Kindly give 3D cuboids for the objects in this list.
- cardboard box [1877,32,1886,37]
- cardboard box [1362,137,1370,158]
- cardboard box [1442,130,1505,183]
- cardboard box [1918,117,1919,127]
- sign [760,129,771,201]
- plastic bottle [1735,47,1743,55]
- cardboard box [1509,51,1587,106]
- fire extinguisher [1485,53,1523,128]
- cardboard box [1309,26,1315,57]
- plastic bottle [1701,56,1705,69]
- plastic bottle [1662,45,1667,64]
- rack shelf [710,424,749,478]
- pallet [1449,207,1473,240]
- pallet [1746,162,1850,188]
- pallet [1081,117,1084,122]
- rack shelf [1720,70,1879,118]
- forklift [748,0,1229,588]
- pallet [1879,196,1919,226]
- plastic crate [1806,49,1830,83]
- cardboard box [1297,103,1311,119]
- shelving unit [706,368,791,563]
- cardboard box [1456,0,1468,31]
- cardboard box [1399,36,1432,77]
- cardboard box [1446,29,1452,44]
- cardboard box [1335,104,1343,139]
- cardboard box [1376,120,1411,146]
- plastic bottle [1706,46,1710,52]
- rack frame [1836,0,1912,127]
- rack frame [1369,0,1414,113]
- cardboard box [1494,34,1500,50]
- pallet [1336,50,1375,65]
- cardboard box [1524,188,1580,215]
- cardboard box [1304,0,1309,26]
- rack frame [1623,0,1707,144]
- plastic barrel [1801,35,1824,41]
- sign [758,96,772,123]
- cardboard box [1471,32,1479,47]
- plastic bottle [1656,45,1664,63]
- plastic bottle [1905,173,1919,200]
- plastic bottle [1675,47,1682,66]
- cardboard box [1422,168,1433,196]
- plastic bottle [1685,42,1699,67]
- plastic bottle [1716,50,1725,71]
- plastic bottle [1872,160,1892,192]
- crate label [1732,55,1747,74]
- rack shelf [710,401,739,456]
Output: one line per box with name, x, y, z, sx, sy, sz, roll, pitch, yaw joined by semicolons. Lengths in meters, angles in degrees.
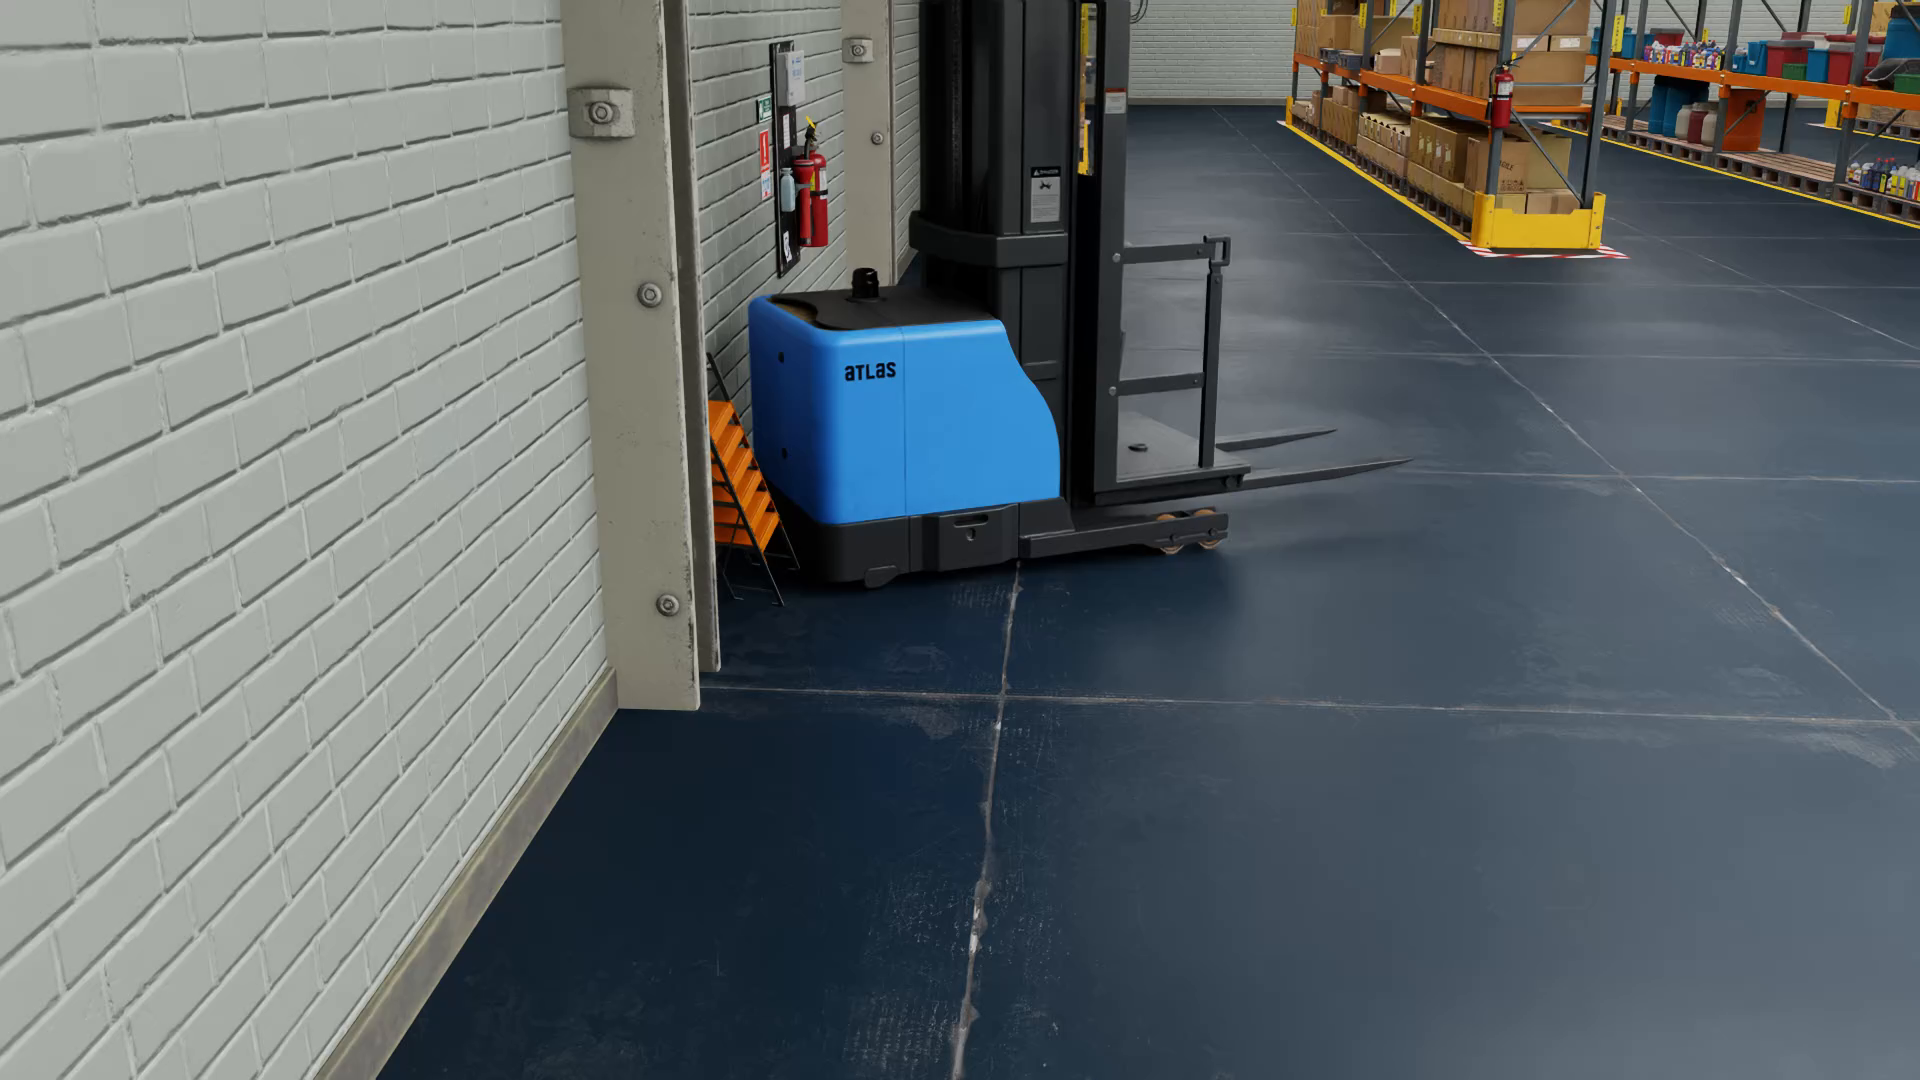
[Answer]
cardboard box;16.233;-8.648;28.762;0.500;0.250;0.500;1;18;2
cardboard box;5.788;-5.357;22.696;0.500;0.250;0.500;1;18;2
cardboard box;5.378;-4.025;17.427;0.500;0.500;0.500;1;18;4
cardboard box;16.448;-7.189;27.284;0.875;0.875;0.875;1;18;4
sign;5.361;-4.274;15.494;11.513;0.391;16.451;1;18;4
plastic bottle;11.546;-7.163;24.667;0.152;0.276;0.135;1;18;4
cardboard box;5.626;-4.484;16.129;0.700;0.500;0.500;1;18;4
fire extinguisher;5.108;-4.229;15.635;0.296;0.674;0.183;1;18;4
cardboard box;6.290;-8.547;28.529;0.500;0.500;0.500;2;18;5
plastic bottle;10.761;-6.903;23.992;0.097;0.201;0.097;0;18;0
plastic bottle;10.865;-7.471;25.594;0.061;0.283;0.133;1;18;4
rack shelf;-0.936;-0.339;6.126;0.258;0.103;0.180;7;51;20
pallet;5.593;-3.205;16.865;1.003;0.211;1.213;1;18;4
pallet;10.909;-4.722;21.494;1.003;0.211;1.213;1;18;4
pallet;1.716;-7.417;29.720;1.003;0.211;1.213;1;18;4
rack shelf;10.950;-5.702;21.161;1.077;0.370;4.000;1;18;4
forklift;0.633;-1.478;7.227;3.031;2.935;1.130;-8;20;-22
pallet;10.632;-3.510;17.795;1.003;0.211;1.213;1;18;4
plastic crate;10.576;-5.764;20.223;0.392;0.384;0.575;1;18;4
cardboard box;6.333;-7.690;29.784;0.500;0.250;0.500;1;18;4
shelving unit;-0.898;-0.212;6.270;0.258;1.046;0.183;7;51;20
cardboard box;5.769;-5.748;17.902;0.700;0.500;0.500;1;18;4
cardboard box;6.049;-6.302;21.679;0.500;0.500;0.500;0;18;1
cardboard box;5.602;-5.571;18.405;0.380;0.149;0.250;1;18;3
cardboard box;6.055;-6.417;25.497;0.500;0.500;0.500;1;18;2
cardboard box;5.718;-5.298;21.616;0.500;0.311;0.500;1;18;3
plastic bottle;11.486;-7.443;25.527;0.097;0.271;0.097;0;18;0
rack frame;16.607;-9.039;30.190;1.000;3.000;0.127;1;18;4
rack frame;6.150;-6.776;23.286;0.949;2.616;0.053;1;18;4
cardboard box;5.435;-4.852;16.210;0.380;0.149;0.250;2;18;5
pallet;6.288;-7.289;25.159;1.003;0.211;1.213;1;18;4
cardboard box;5.840;-3.346;16.559;0.500;0.250;0.500;1;18;4
cardboard box;6.361;-9.334;29.325;0.500;0.500;0.500;2;18;5
rack frame;11.380;-7.907;26.736;1.000;3.000;0.127;1;18;4
plastic barrel;11.233;-6.393;21.938;0.421;0.512;0.421;0;18;0
sign;-0.953;-2.108;8.131;0.001;0.109;0.331;1;18;4
cardboard box;5.508;-5.173;17.189;0.380;0.149;0.250;2;18;5
plastic bottle;10.905;-7.561;25.889;0.097;0.271;0.097;0;18;0
plastic bottle;10.270;-3.796;17.857;0.152;0.276;0.135;1;18;2
plastic bottle;10.842;-7.285;25.046;0.097;0.271;0.097;0;18;0
cardboard box;5.449;-3.979;18.491;0.500;0.250;0.500;1;18;4
plastic bottle;10.832;-7.180;24.596;0.144;0.351;0.185;1;18;4
plastic bottle;10.697;-6.744;23.376;0.061;0.283;0.133;1;18;4
plastic bottle;10.322;-4.072;18.582;0.144;0.351;0.185;1;18;2
crate label;10.690;-6.463;22.597;0.303;0.233;0.416;1;18;4
rack shelf;-0.959;-0.417;6.038;0.258;0.103;0.180;7;51;20
